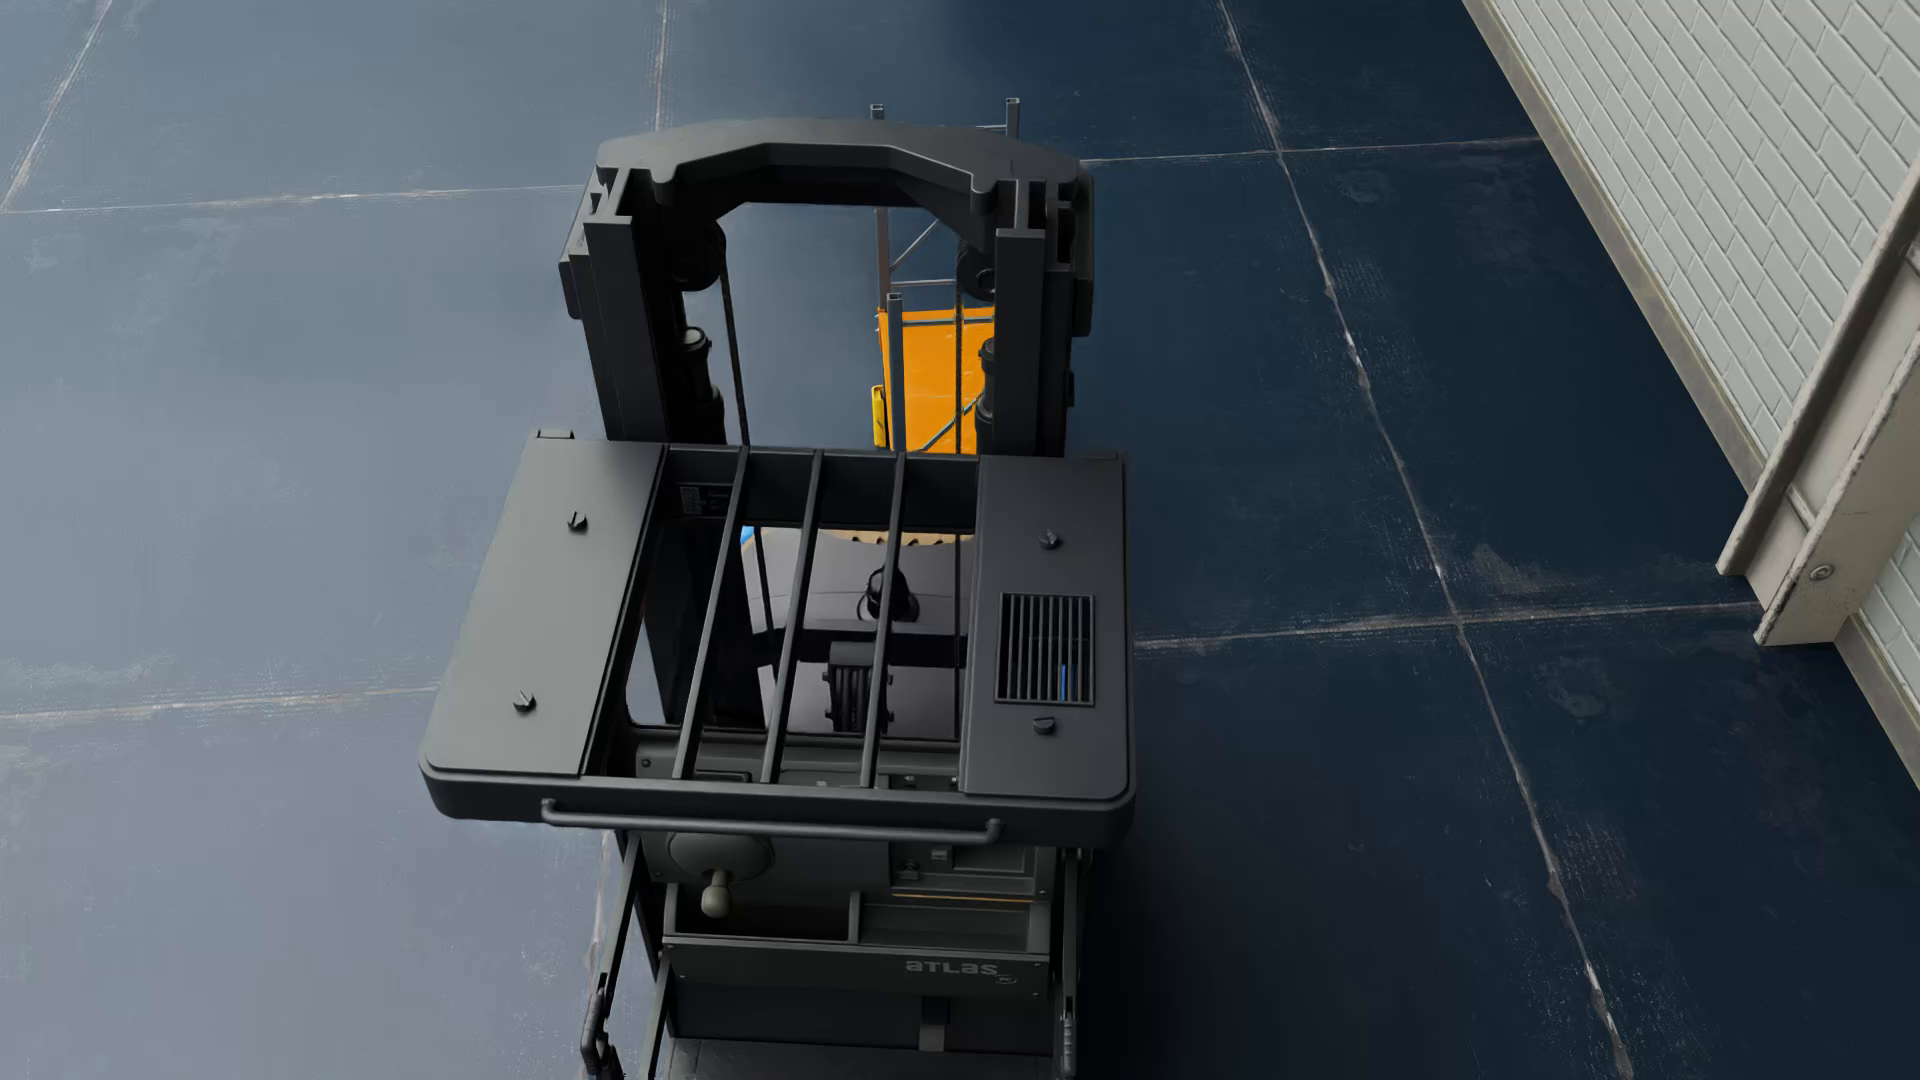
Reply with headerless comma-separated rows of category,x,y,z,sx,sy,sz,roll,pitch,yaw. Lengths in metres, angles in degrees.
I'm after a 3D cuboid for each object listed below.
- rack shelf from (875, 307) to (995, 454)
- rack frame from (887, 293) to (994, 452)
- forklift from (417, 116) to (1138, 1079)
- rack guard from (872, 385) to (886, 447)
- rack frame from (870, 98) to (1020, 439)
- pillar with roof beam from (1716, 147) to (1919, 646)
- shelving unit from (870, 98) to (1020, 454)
rack shelf,-0.007,-0.454,5.895,0.538,0.185,1.000,-3,47,-3
rack frame,0.035,-0.210,5.416,0.500,1.500,0.032,-3,47,-3
forklift,-0.256,0.747,3.523,1.130,2.935,3.031,2,47,2
rack guard,-0.048,-0.501,6.553,0.587,0.250,0.087,-3,47,-3
rack frame,-0.050,-0.945,6.112,0.500,1.500,0.032,-3,47,-3
pillar with roof beam,-1.321,-2.610,2.524,9.100,9.000,0.400,-3,47,-3
shelving unit,-0.006,-0.571,5.758,0.587,1.500,1.083,-3,47,-3
